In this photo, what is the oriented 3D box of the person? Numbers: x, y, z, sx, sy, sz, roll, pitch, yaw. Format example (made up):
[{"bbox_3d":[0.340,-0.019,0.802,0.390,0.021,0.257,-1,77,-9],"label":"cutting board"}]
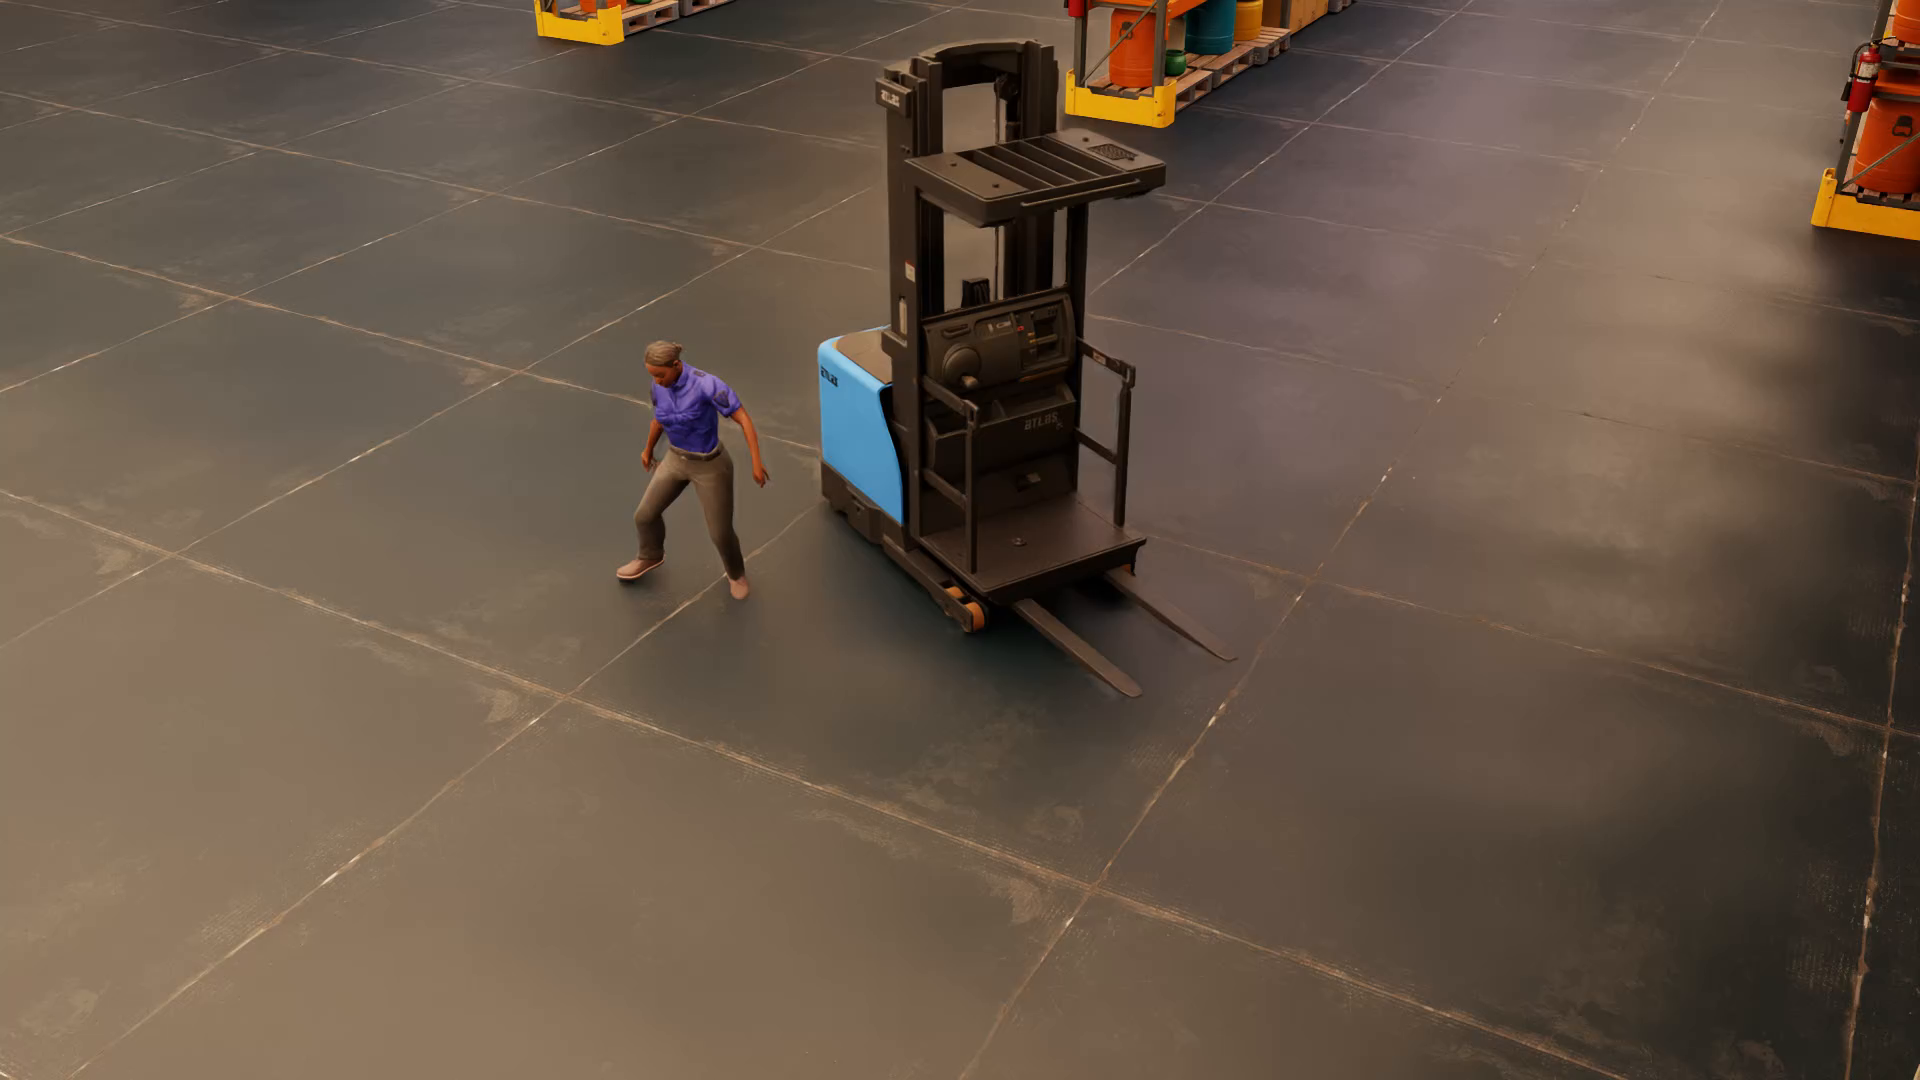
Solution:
[{"bbox_3d":[-1.477,-0.390,9.131,1.021,1.591,0.444,13,32,21],"label":"person"}]

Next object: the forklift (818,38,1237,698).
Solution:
[{"bbox_3d":[0.339,-1.028,8.852,1.130,2.935,3.031,-17,34,-27],"label":"forklift"}]
